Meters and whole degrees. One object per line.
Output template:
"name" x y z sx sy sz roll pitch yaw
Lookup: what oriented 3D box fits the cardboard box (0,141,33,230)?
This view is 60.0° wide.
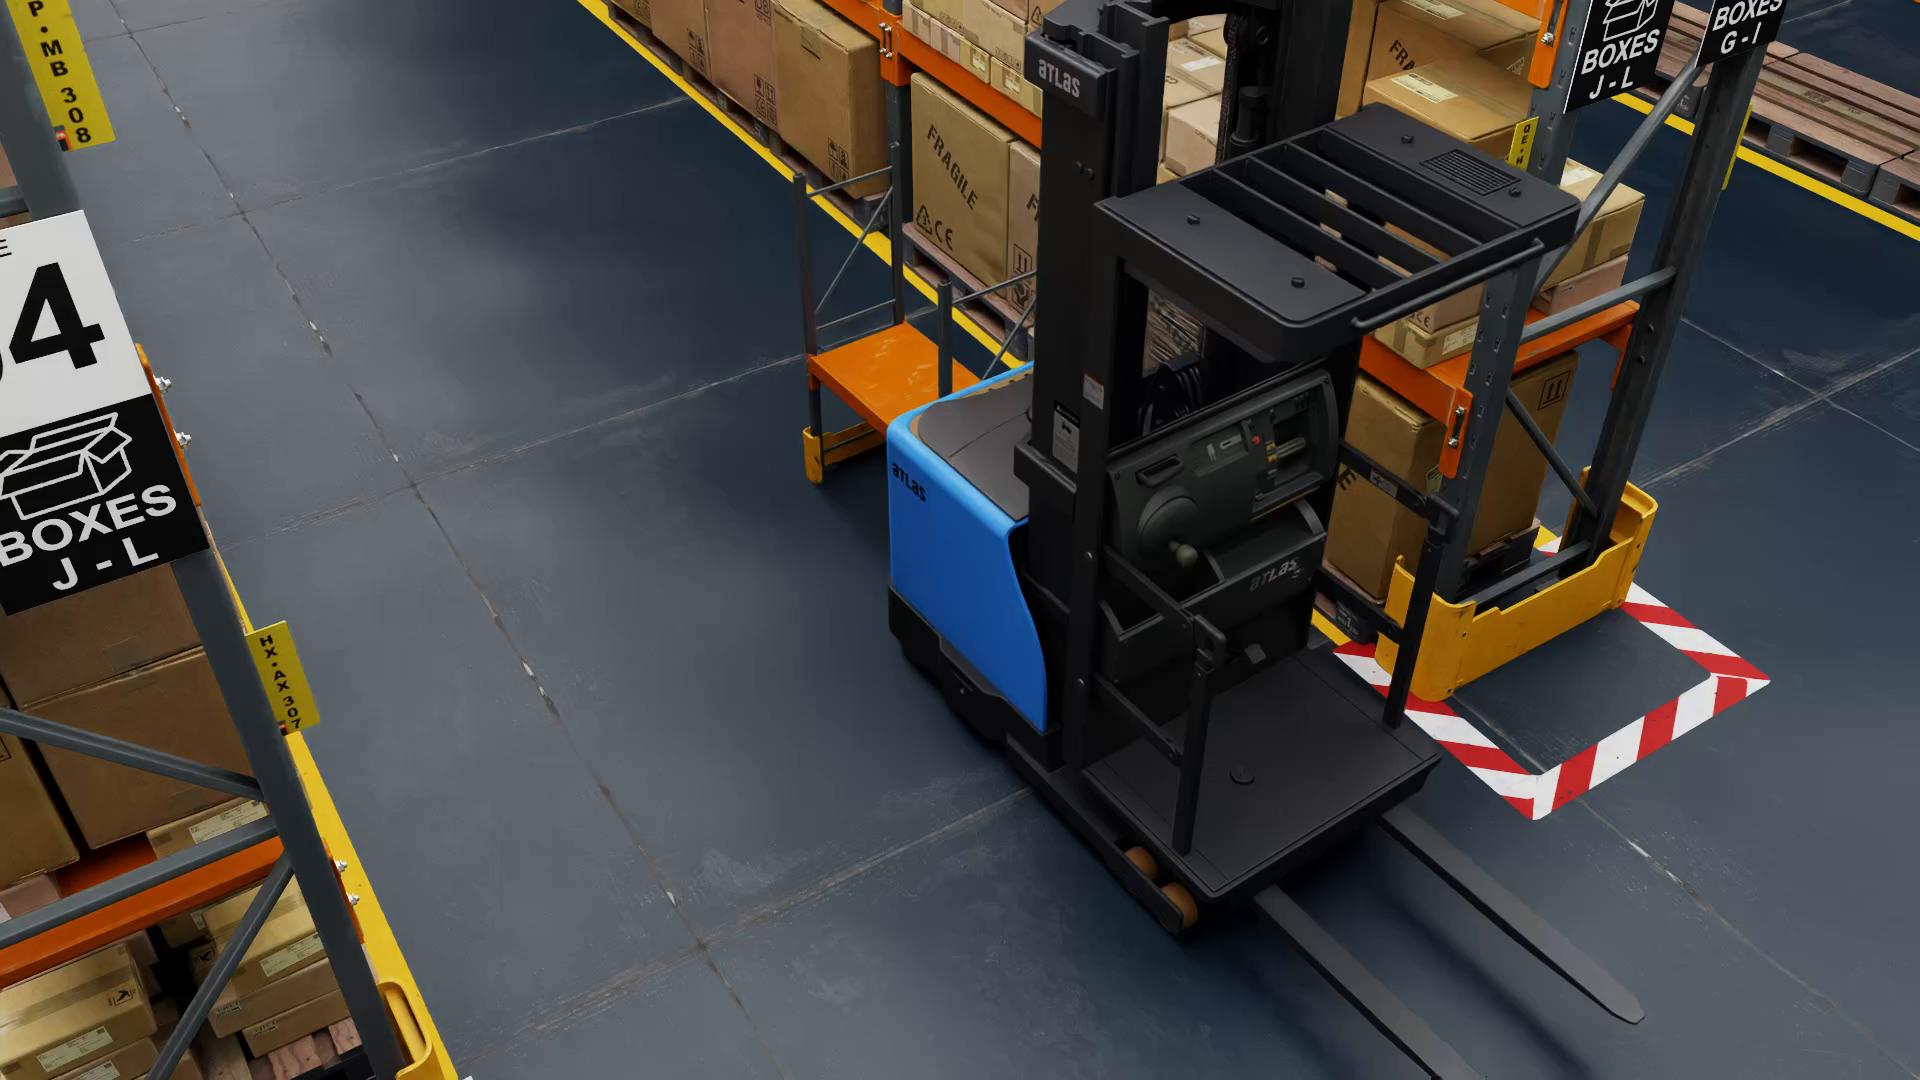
"cardboard box" -2.046 -0.774 3.220 0.500 0.250 0.500 -21 44 -24

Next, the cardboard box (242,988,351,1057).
"cardboard box" -2.035 1.385 5.144 0.380 0.149 0.250 -21 44 -24

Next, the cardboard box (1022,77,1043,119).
"cardboard box" 0.505 -2.034 7.544 0.380 0.149 0.250 -23 45 -25

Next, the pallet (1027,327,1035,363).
"pallet" 1.065 -0.800 8.045 1.003 0.211 1.213 -22 45 -24

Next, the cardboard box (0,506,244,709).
"cardboard box" -2.041 -0.026 3.847 0.500 0.500 0.500 -22 45 -25

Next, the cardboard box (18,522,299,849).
"cardboard box" -2.032 0.354 4.171 0.500 0.500 0.500 -20 44 -22

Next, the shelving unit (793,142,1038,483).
"shelving unit" -0.159 -0.702 6.921 0.587 1.500 1.083 -24 46 -26

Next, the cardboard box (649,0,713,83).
"cardboard box" -1.263 -3.608 10.569 1.225 0.875 0.875 -22 45 -24

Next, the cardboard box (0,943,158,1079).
"cardboard box" -2.522 1.351 4.720 0.380 0.149 0.250 -22 44 -24

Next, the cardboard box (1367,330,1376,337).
"cardboard box" 1.602 -0.931 6.220 0.380 0.149 0.250 -22 44 -24

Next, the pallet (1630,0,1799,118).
"pallet" 4.666 -3.218 10.946 1.003 0.211 1.213 -22 45 -24

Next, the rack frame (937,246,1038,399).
"rack frame" 0.130 -0.442 6.608 0.500 1.500 0.032 -24 46 -26

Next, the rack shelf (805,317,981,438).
"rack shelf" -0.164 -0.569 7.042 0.538 0.185 1.000 -24 46 -26

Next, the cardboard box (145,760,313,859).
"cardboard box" -1.921 0.653 4.319 0.380 0.149 0.250 -23 45 -25

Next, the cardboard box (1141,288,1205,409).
"cardboard box" 1.312 -0.963 7.394 0.875 0.875 0.875 -22 45 -24

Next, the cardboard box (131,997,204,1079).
"cardboard box" -2.482 1.566 4.927 0.380 0.149 0.250 -21 44 -24

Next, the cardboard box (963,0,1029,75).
"cardboard box" 0.357 -2.410 7.684 0.500 0.250 0.500 -22 45 -25

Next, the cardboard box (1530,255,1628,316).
"cardboard box" 2.300 -1.017 6.324 0.380 0.149 0.250 -22 44 -24

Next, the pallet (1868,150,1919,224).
"pallet" 5.978 -1.901 9.366 1.003 0.211 1.213 -22 45 -24

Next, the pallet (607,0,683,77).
"pallet" -1.729 -3.604 11.410 1.003 0.211 1.213 -22 45 -24

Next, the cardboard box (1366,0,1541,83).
"cardboard box" 1.913 -1.775 6.336 0.500 0.500 0.500 -23 45 -25

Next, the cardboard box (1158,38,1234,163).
"cardboard box" 0.899 -1.864 7.028 0.500 0.250 0.500 -22 45 -24

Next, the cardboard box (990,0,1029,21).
"cardboard box" 0.362 -2.697 7.443 0.500 0.500 0.500 -22 45 -24

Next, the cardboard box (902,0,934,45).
"cardboard box" -0.060 -2.597 8.219 0.380 0.149 0.250 -22 45 -24

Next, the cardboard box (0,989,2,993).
"cardboard box" -2.829 1.197 5.137 0.380 0.149 0.250 -24 45 -26

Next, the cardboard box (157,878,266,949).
"cardboard box" -2.269 1.042 5.090 0.380 0.149 0.250 -21 44 -24

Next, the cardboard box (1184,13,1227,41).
"cardboard box" 1.075 -2.322 7.579 0.500 0.250 0.500 -21 44 -24

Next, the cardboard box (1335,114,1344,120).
"cardboard box" 1.630 -1.768 6.913 0.500 0.250 0.500 -24 45 -26

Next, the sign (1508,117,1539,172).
"sign" 1.748 -1.165 5.216 0.100 0.325 0.005 -22 45 -24

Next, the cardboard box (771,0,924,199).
"cardboard box" -0.299 -2.651 9.420 1.225 0.875 0.875 -22 45 -24

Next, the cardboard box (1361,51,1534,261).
"cardboard box" 1.729 -1.326 5.797 0.500 0.500 0.500 -22 44 -24

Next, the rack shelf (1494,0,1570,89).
"rack shelf" 1.137 -2.764 6.443 1.077 0.370 4.000 -22 45 -24

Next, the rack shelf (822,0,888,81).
"rack shelf" -1.014 -3.771 9.994 1.077 0.370 4.000 -22 45 -24

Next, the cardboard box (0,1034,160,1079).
"cardboard box" -2.548 1.477 4.801 0.380 0.149 0.250 -23 45 -25

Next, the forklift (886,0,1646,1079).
"forklift" 0.974 -0.152 5.143 1.130 2.935 3.031 -24 46 -26

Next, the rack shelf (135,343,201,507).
"rack shelf" -3.099 -1.111 4.459 1.077 0.370 4.000 -22 45 -24

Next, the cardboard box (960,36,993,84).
"cardboard box" 0.224 -2.313 7.879 0.380 0.149 0.250 -21 44 -23

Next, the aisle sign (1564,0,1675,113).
"aisle sign" 1.998 -1.665 4.874 0.394 0.787 0.004 -22 45 -24

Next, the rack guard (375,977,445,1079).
"rack guard" -2.064 1.763 4.743 1.175 0.500 0.348 -22 45 -24

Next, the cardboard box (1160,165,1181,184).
"cardboard box" 1.053 -1.481 6.881 0.380 0.149 0.250 -22 45 -24

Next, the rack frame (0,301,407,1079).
"rack frame" -2.024 0.844 3.894 1.000 3.000 0.127 -22 45 -24

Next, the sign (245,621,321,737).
"sign" -1.566 0.325 3.841 0.100 0.325 0.005 -22 45 -24

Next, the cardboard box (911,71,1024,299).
"cardboard box" 0.349 -1.929 8.553 0.875 0.875 0.875 -22 45 -24

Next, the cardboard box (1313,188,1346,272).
"cardboard box" 1.456 -1.309 6.363 0.500 0.250 0.500 -23 45 -25

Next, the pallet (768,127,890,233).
"pallet" -0.417 -2.287 9.829 1.003 0.211 1.213 -22 45 -24

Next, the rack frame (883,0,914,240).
"rack frame" 0.062 -2.968 8.468 1.000 3.000 0.127 -22 45 -24

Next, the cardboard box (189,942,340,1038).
"cardboard box" -2.089 1.293 5.022 0.380 0.149 0.250 -20 44 -23
